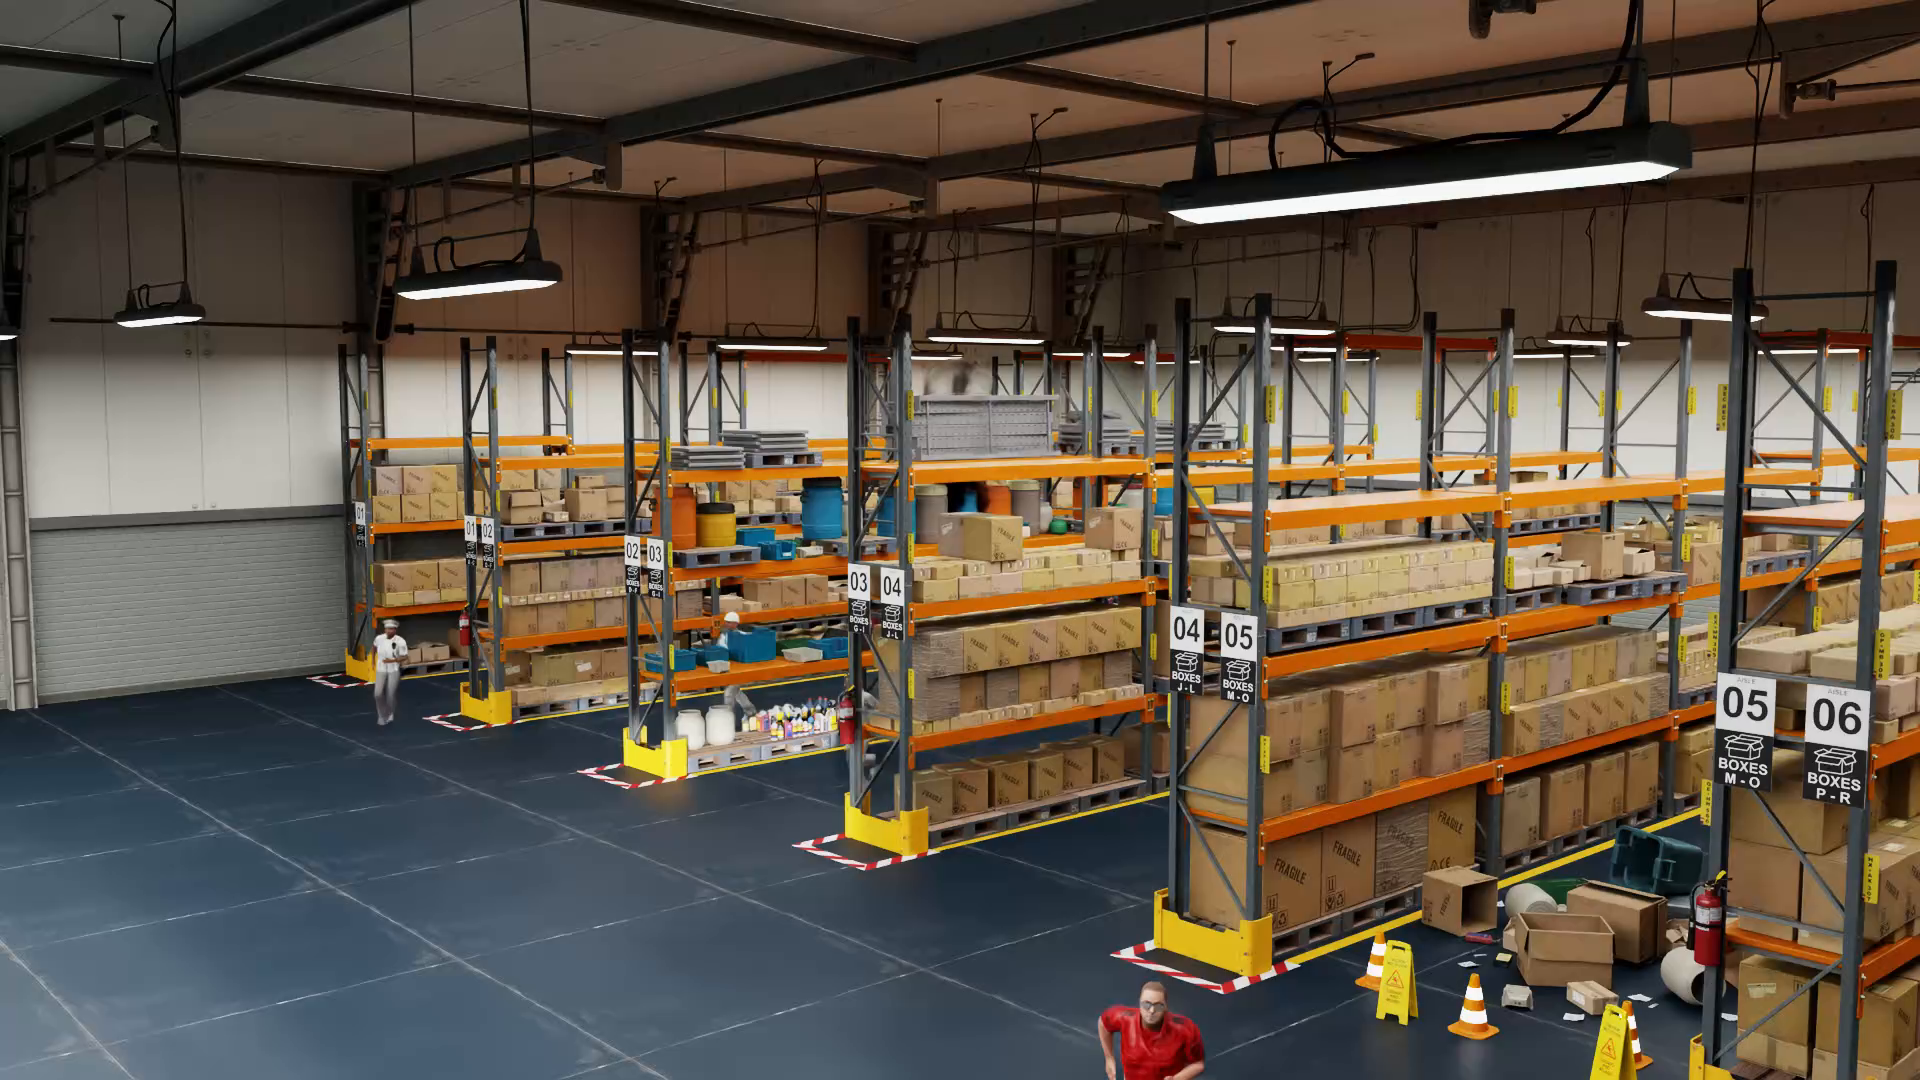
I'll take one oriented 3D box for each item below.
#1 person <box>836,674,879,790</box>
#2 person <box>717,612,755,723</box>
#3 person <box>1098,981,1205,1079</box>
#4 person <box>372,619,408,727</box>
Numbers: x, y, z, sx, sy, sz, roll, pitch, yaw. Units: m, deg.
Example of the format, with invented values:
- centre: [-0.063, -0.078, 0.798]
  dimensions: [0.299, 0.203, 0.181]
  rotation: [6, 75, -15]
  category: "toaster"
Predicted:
- centre: [-1.290, 2.472, 21.216]
  dimensions: [0.548, 1.606, 0.711]
  rotation: [3, 6, 26]
  category: "person"
- centre: [-3.430, 1.992, 25.344]
  dimensions: [0.635, 1.804, 0.907]
  rotation: [4, 7, 40]
  category: "person"
- centre: [1.152, 3.449, 10.087]
  dimensions: [0.649, 1.650, 0.736]
  rotation: [1, 5, 7]
  category: "person"
- centre: [-8.812, 2.069, 25.694]
  dimensions: [0.596, 1.743, 0.691]
  rotation: [0, 5, -5]
  category: "person"
